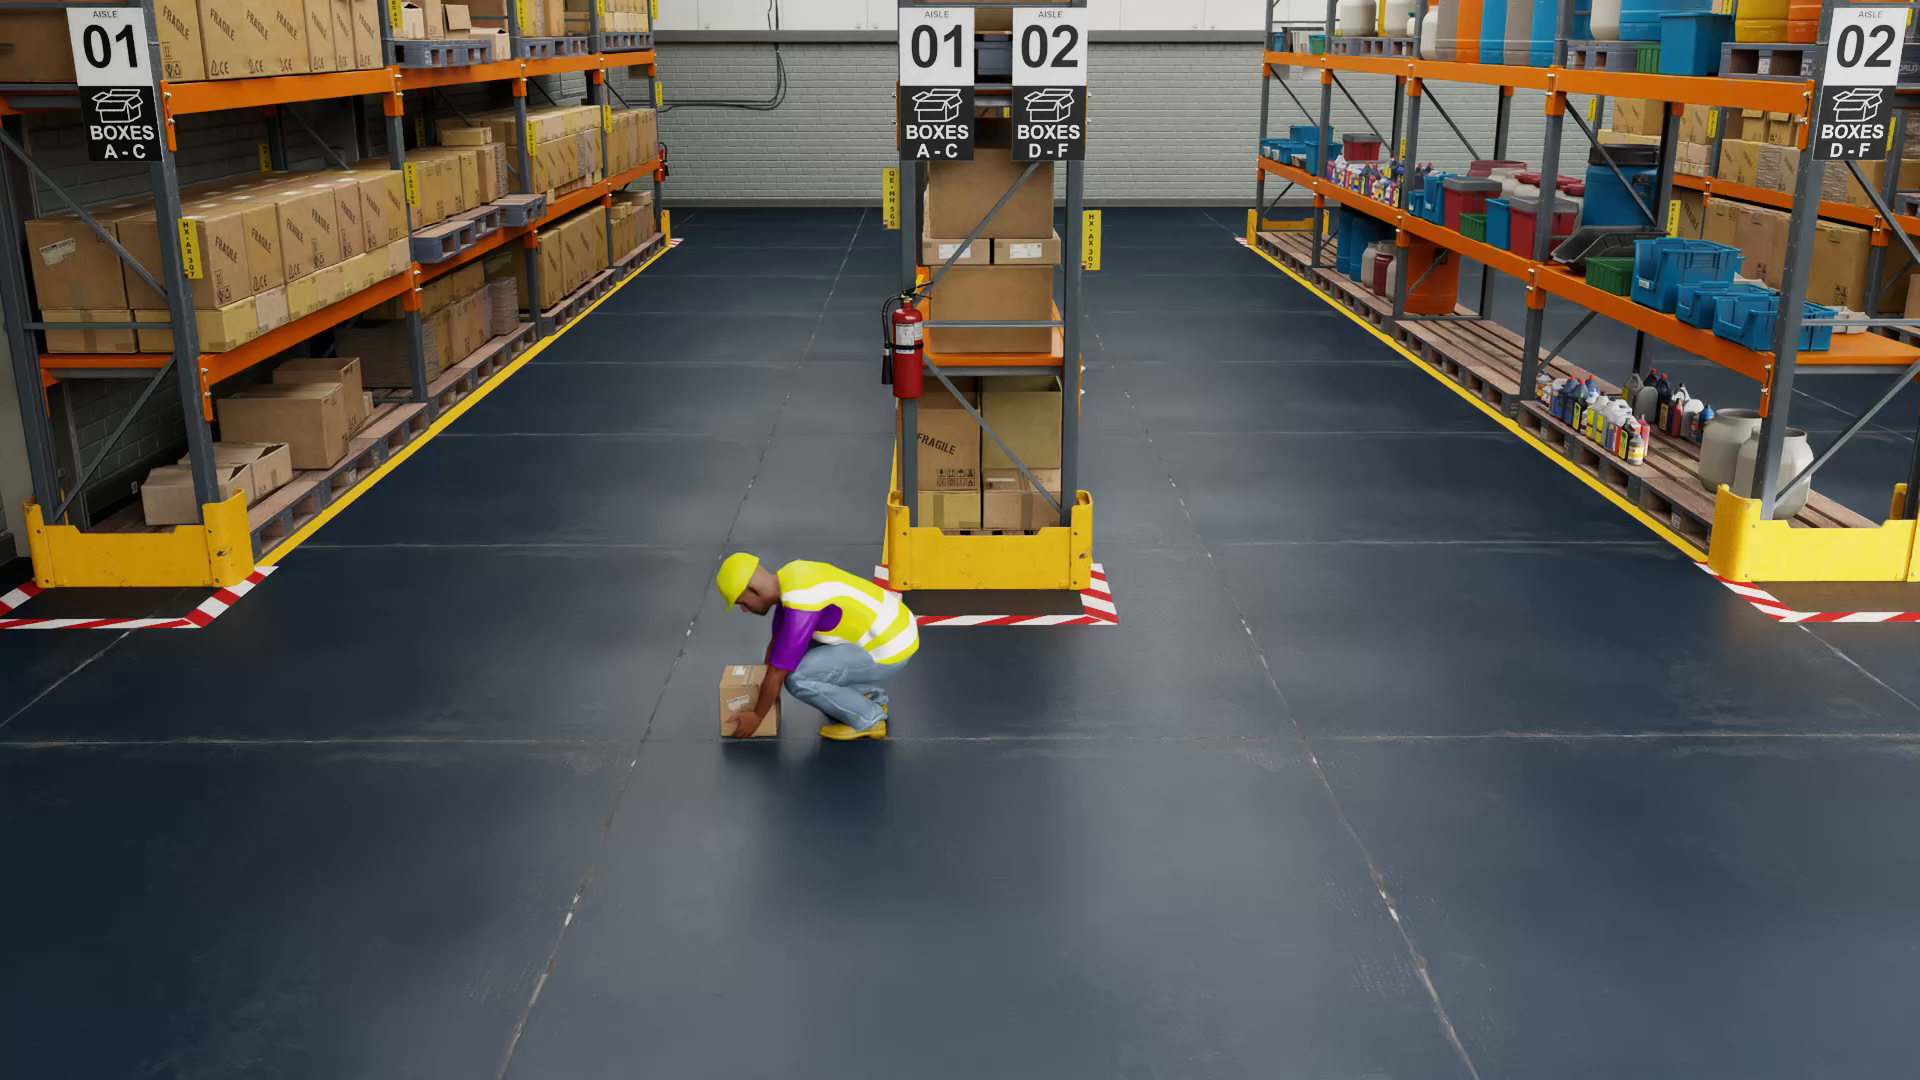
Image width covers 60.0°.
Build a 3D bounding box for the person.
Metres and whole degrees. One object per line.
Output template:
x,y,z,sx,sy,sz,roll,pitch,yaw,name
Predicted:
-0.642,0.476,7.565,0.892,0.892,0.557,0,17,-1,person
